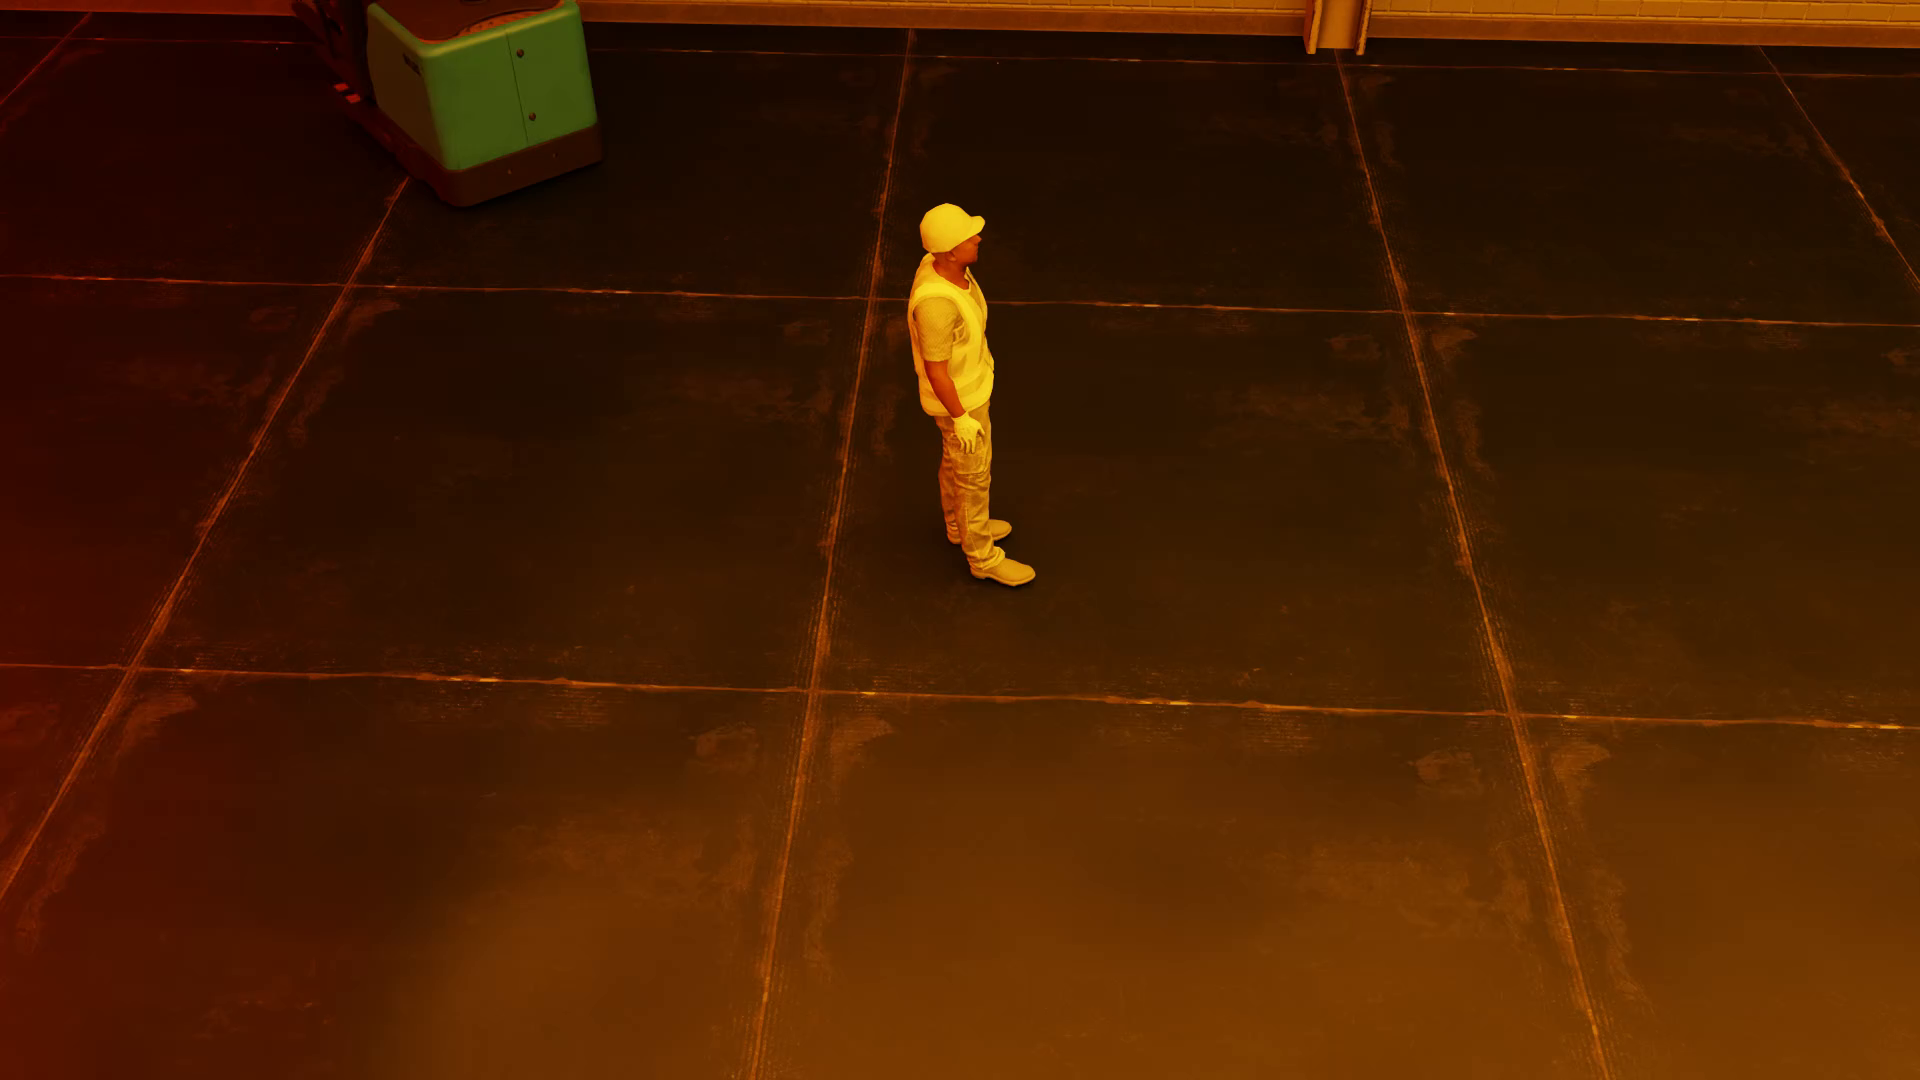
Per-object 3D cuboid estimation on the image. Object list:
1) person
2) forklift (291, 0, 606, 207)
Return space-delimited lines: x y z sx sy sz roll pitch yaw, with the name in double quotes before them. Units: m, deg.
"person" 0.072 -0.656 7.301 0.575 1.785 0.657 2 42 2
"forklift" -3.527 -4.026 10.152 1.130 2.935 3.031 -28 49 -27
